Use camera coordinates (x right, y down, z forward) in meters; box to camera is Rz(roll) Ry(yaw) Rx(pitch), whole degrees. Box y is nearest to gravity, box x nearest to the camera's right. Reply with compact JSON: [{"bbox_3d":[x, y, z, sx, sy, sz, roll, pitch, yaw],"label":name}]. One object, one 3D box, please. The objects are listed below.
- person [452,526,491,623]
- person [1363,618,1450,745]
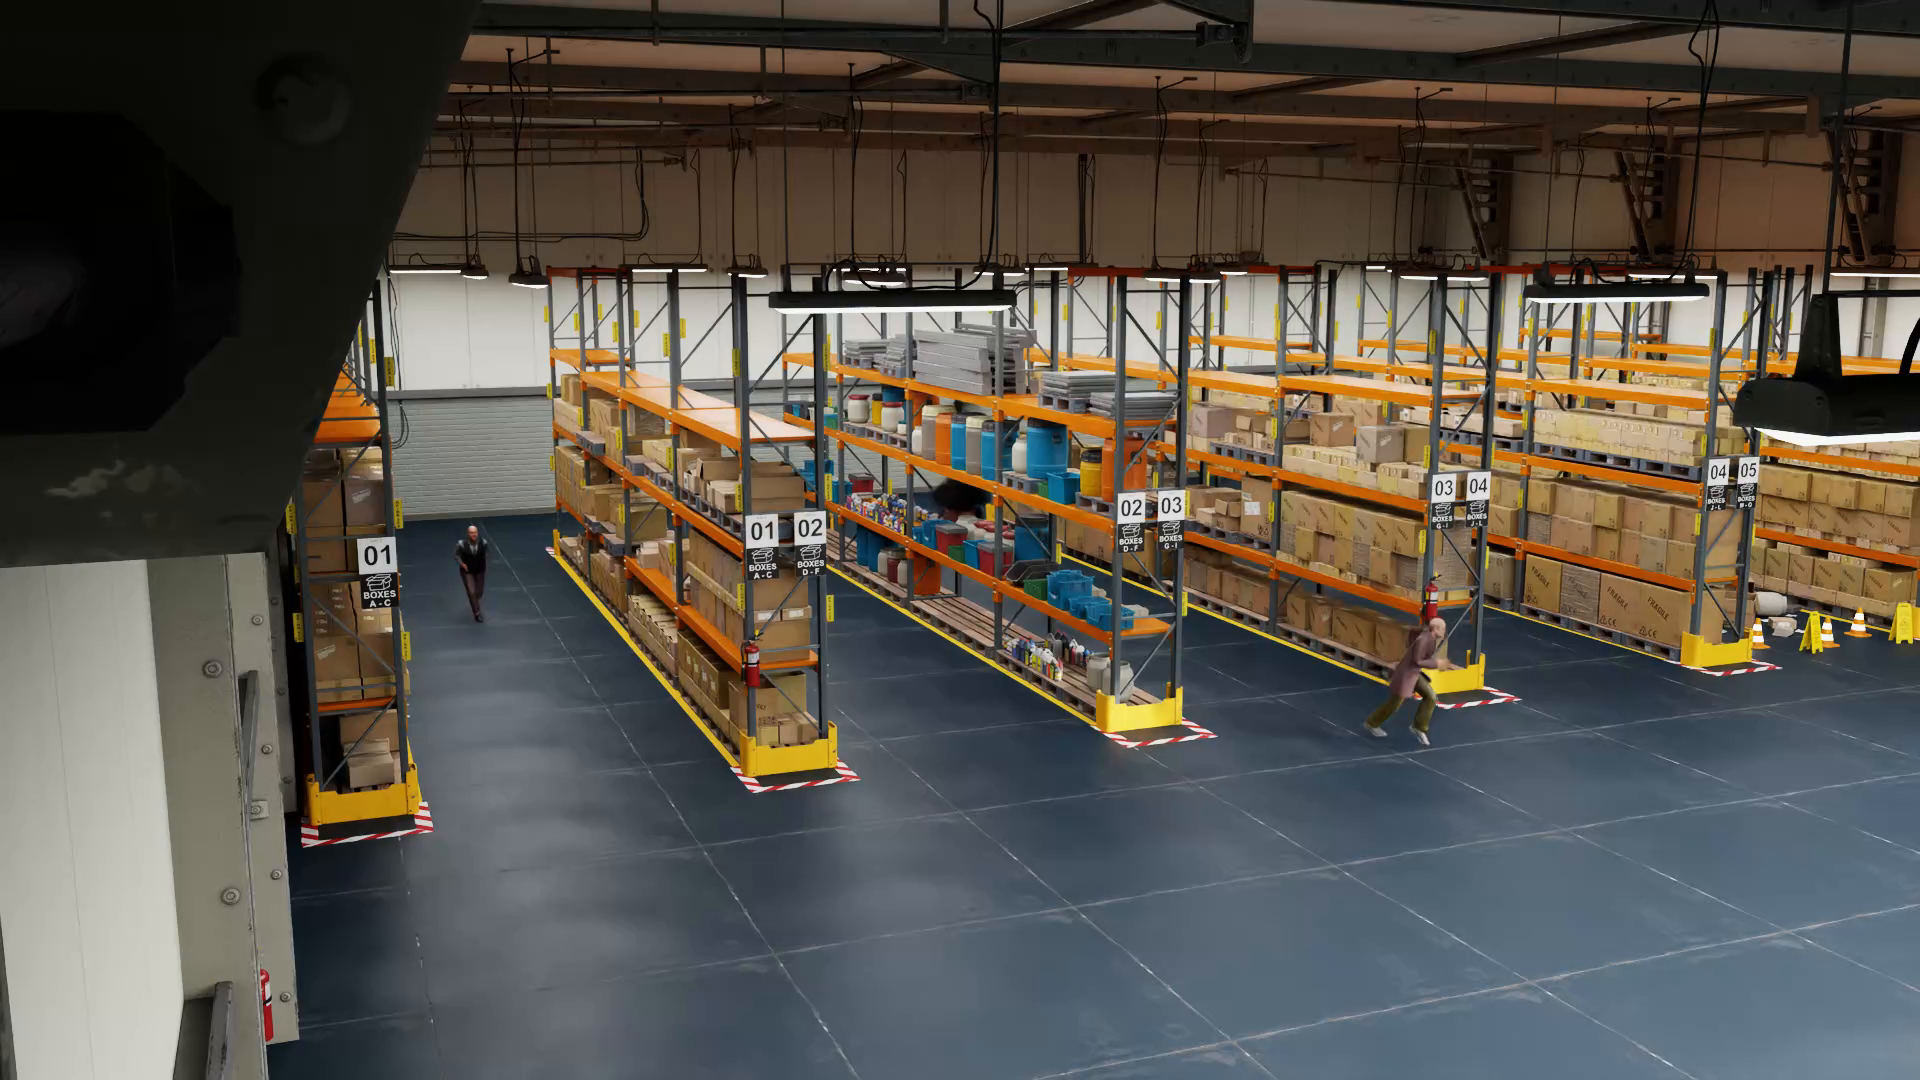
[{"bbox_3d":[-8.440,0.551,28.760,0.649,1.679,0.790,-4,11,-22],"label":"person"},{"bbox_3d":[5.794,1.822,21.562,1.072,1.730,0.752,5,11,24],"label":"person"}]
